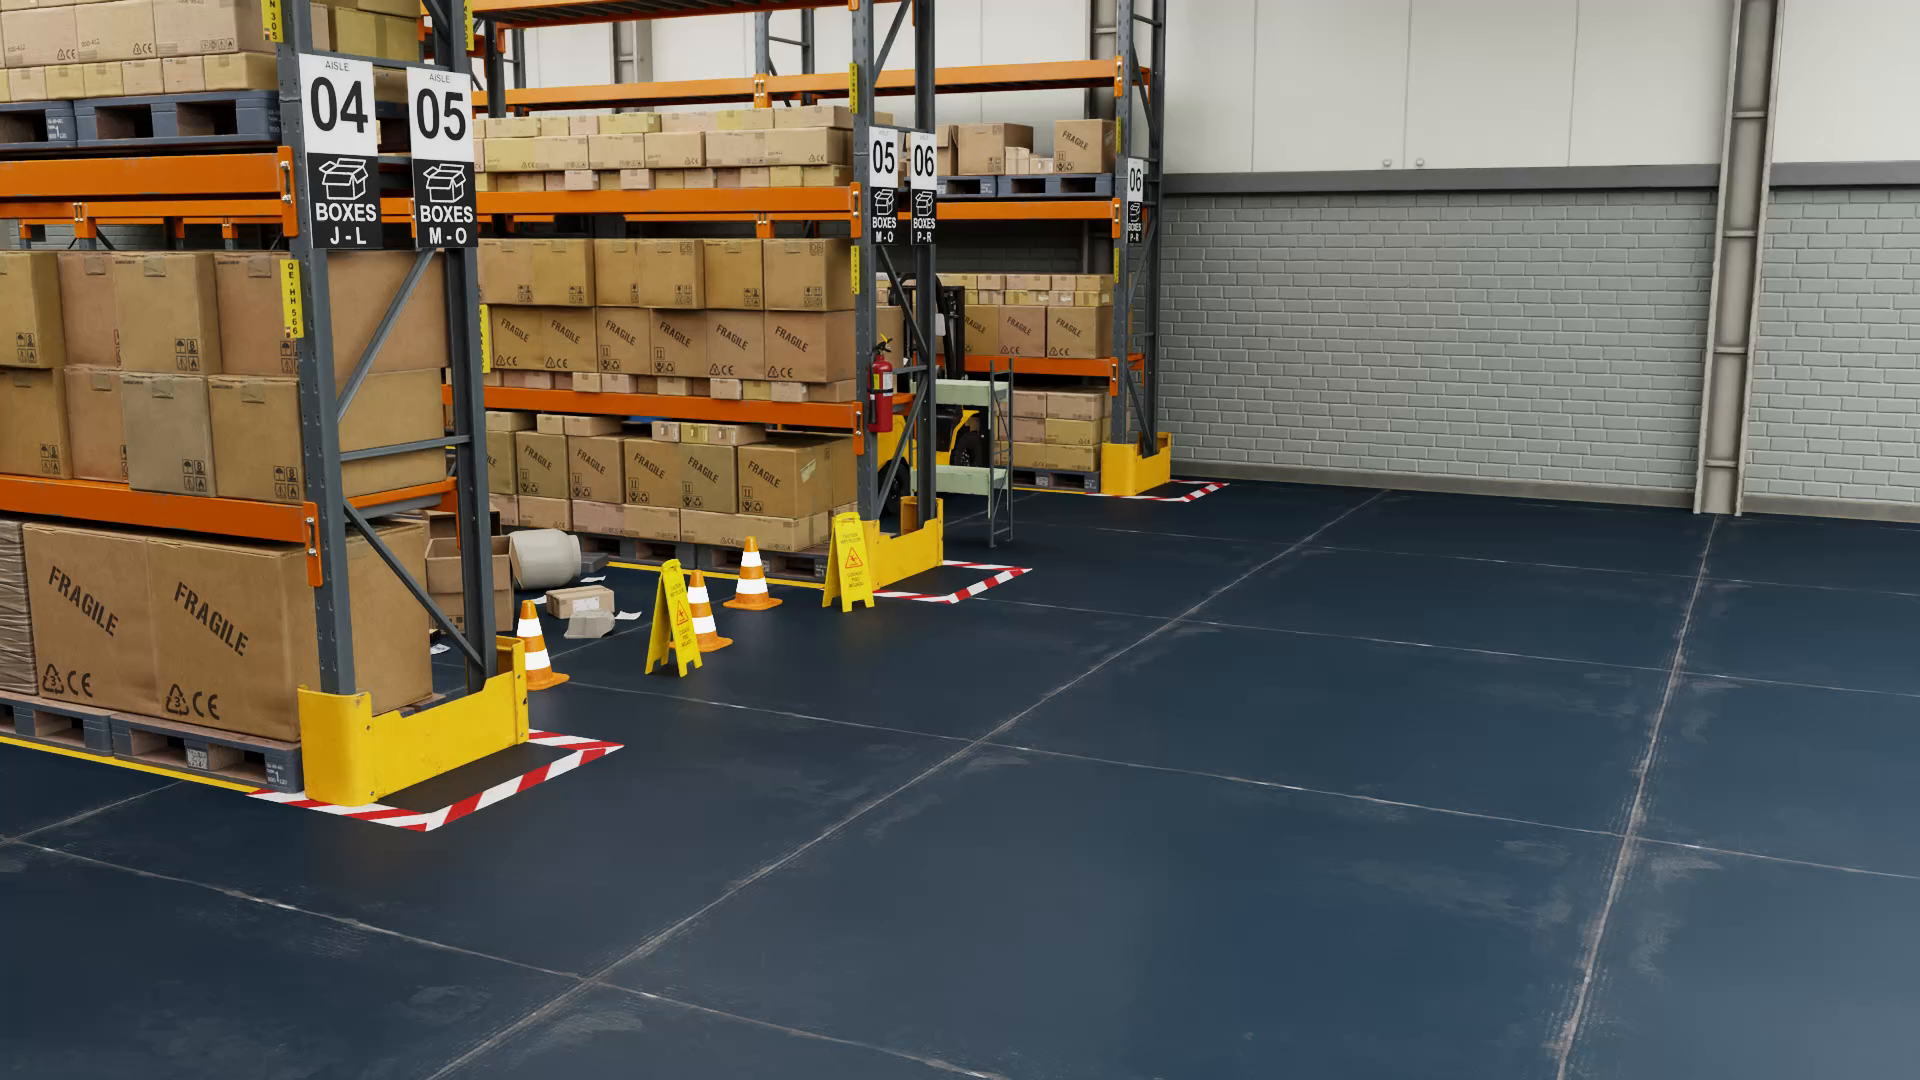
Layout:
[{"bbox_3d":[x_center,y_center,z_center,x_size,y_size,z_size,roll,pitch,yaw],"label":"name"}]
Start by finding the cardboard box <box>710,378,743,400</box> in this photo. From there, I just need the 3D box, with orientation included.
[{"bbox_3d":[-1.624,-1.124,12.223,0.250,0.149,0.380,5,12,27],"label":"cardboard box"}]

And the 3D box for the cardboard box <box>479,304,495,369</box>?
[{"bbox_3d":[-3.769,-1.643,13.267,0.500,0.500,0.500,5,11,26],"label":"cardboard box"}]

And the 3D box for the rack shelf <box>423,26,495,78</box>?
[{"bbox_3d":[-5.834,-4.085,14.176,4.000,0.370,1.077,5,11,26],"label":"rack shelf"}]

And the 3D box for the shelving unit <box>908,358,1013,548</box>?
[{"bbox_3d":[0.006,-0.737,13.594,0.755,1.500,0.431,5,11,26],"label":"shelving unit"}]

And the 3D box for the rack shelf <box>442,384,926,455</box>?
[{"bbox_3d":[-2.247,-1.015,12.933,4.000,0.370,1.077,5,11,26],"label":"rack shelf"}]

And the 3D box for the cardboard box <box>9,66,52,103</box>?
[{"bbox_3d":[-4.140,-2.093,7.695,0.250,0.149,0.380,5,11,26],"label":"cardboard box"}]

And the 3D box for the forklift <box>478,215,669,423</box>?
[{"bbox_3d":[-3.733,-1.663,14.688,3.031,2.935,1.130,-7,12,-33],"label":"forklift"}]

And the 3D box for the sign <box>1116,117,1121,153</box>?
[{"bbox_3d":[1.487,-3.791,15.569,0.005,0.325,0.100,5,11,26],"label":"sign"}]

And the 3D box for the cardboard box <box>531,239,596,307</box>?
[{"bbox_3d":[-2.855,-2.057,12.749,0.500,0.500,0.700,5,11,25],"label":"cardboard box"}]

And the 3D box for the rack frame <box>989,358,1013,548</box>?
[{"bbox_3d":[0.334,-0.709,13.434,0.023,1.500,0.400,5,11,26],"label":"rack frame"}]

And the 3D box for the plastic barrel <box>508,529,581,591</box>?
[{"bbox_3d":[-2.975,0.136,11.791,0.512,0.421,0.421,-4,11,-23],"label":"plastic barrel"}]

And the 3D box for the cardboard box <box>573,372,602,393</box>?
[{"bbox_3d":[-2.756,-1.224,12.777,0.250,0.149,0.380,5,11,26],"label":"cardboard box"}]

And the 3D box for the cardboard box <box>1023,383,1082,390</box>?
[{"bbox_3d":[0.943,-1.457,17.090,0.500,0.250,0.500,5,11,26],"label":"cardboard box"}]

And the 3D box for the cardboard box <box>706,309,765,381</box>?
[{"bbox_3d":[-1.509,-1.446,12.178,0.500,0.500,0.500,5,11,26],"label":"cardboard box"}]

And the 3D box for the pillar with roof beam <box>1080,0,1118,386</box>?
[{"bbox_3d":[-0.390,-4.467,13.146,0.400,9.000,9.100,5,11,26],"label":"pillar with roof beam"}]

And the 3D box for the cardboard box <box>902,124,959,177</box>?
[{"bbox_3d":[-0.147,-3.932,16.858,0.637,0.503,0.797,5,12,28],"label":"cardboard box"}]

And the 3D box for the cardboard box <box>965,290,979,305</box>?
[{"bbox_3d":[0.144,-2.452,16.754,0.250,0.149,0.380,5,11,26],"label":"cardboard box"}]

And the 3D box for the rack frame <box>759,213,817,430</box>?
[{"bbox_3d":[-1.847,-2.319,18.122,0.127,3.000,1.000,5,11,26],"label":"rack frame"}]

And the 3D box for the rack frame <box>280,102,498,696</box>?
[{"bbox_3d":[-2.553,-0.412,7.586,0.127,3.000,1.000,5,11,26],"label":"rack frame"}]

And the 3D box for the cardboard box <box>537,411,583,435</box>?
[{"bbox_3d":[-3.083,-0.919,12.998,0.250,0.149,0.380,6,12,28],"label":"cardboard box"}]

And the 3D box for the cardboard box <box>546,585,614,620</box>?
[{"bbox_3d":[-2.522,0.411,11.040,0.380,0.149,0.250,-7,12,-33],"label":"cardboard box"}]

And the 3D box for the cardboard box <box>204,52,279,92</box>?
[{"bbox_3d":[-3.001,-1.993,7.141,0.250,0.149,0.380,5,11,26],"label":"cardboard box"}]

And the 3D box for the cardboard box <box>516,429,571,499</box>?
[{"bbox_3d":[-3.145,-0.619,13.163,0.500,0.500,0.500,6,12,28],"label":"cardboard box"}]

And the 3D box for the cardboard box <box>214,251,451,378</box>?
[{"bbox_3d":[-2.868,-1.053,7.673,0.550,0.550,0.875,5,11,26],"label":"cardboard box"}]

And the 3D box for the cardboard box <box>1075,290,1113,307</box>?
[{"bbox_3d":[1.305,-2.355,16.217,0.250,0.149,0.380,5,11,27],"label":"cardboard box"}]

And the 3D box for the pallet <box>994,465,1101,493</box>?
[{"bbox_3d":[1.036,-0.686,16.925,1.213,0.211,1.003,5,11,26],"label":"pallet"}]

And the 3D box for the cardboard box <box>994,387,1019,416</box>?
[{"bbox_3d":[0.272,-1.414,16.852,0.500,0.250,0.500,5,11,27],"label":"cardboard box"}]

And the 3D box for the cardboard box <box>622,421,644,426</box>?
[{"bbox_3d":[-2.934,-0.705,13.640,0.500,0.500,0.500,5,12,27],"label":"cardboard box"}]

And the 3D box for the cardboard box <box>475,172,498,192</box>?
[{"bbox_3d":[-3.660,-2.785,12.978,0.250,0.149,0.380,5,11,26],"label":"cardboard box"}]

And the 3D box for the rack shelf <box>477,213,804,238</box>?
[{"bbox_3d":[-3.641,-3.599,18.790,4.000,0.370,1.077,5,11,26],"label":"rack shelf"}]

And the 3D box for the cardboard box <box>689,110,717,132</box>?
[{"bbox_3d":[-1.759,-3.028,12.079,0.250,0.149,0.380,5,11,26],"label":"cardboard box"}]

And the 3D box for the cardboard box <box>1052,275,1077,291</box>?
[{"bbox_3d":[1.091,-2.528,16.337,0.250,0.149,0.380,5,11,26],"label":"cardboard box"}]

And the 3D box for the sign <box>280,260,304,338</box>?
[{"bbox_3d":[-2.805,-1.013,6.989,0.005,0.325,0.100,5,11,26],"label":"sign"}]

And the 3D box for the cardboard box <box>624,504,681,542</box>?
[{"bbox_3d":[-2.230,-0.168,12.776,0.500,0.250,0.500,5,11,24],"label":"cardboard box"}]

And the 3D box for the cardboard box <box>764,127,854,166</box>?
[{"bbox_3d":[-1.031,-2.757,11.703,0.500,0.250,0.500,5,11,25],"label":"cardboard box"}]

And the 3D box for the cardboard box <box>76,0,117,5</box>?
[{"bbox_3d":[-3.691,-2.446,7.405,0.250,0.149,0.380,5,12,27],"label":"cardboard box"}]

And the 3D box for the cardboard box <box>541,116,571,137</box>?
[{"bbox_3d":[-2.955,-3.119,12.587,0.250,0.149,0.380,5,11,24],"label":"cardboard box"}]

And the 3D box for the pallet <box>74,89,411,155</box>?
[{"bbox_3d":[-3.222,-1.902,7.641,1.213,0.211,1.003,5,11,26],"label":"pallet"}]

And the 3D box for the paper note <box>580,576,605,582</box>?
[{"bbox_3d":[-2.668,0.281,12.094,0.148,0.019,0.142,1,10,6],"label":"paper note"}]

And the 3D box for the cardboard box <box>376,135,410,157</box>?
[{"bbox_3d":[-4.628,-3.158,13.576,0.500,0.250,0.500,5,11,25],"label":"cardboard box"}]

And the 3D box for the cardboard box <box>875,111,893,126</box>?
[{"bbox_3d":[-0.681,-3.016,12.018,0.250,0.149,0.380,5,11,25],"label":"cardboard box"}]

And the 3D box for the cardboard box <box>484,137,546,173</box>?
[{"bbox_3d":[-3.300,-2.957,12.810,0.500,0.250,0.500,5,11,25],"label":"cardboard box"}]

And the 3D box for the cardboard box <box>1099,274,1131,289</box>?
[{"bbox_3d":[1.533,-2.579,16.622,0.250,0.149,0.380,5,11,25],"label":"cardboard box"}]

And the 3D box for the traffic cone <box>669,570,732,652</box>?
[{"bbox_3d":[-1.596,0.414,10.146,0.334,0.463,0.336,5,11,26],"label":"traffic cone"}]

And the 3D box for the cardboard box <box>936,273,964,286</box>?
[{"bbox_3d":[-0.053,-2.633,16.920,0.250,0.149,0.380,5,11,27],"label":"cardboard box"}]

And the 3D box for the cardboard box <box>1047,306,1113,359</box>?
[{"bbox_3d":[1.182,-2.050,16.354,0.500,0.500,0.500,5,11,25],"label":"cardboard box"}]

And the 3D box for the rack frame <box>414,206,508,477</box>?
[{"bbox_3d":[-4.040,-1.526,13.740,0.127,3.000,1.000,5,11,26],"label":"rack frame"}]

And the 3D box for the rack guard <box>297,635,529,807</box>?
[{"bbox_3d":[-2.531,0.819,7.799,0.348,0.500,1.175,5,11,26],"label":"rack guard"}]

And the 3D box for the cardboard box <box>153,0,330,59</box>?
[{"bbox_3d":[-3.115,-2.211,7.226,0.500,0.250,0.500,5,11,27],"label":"cardboard box"}]

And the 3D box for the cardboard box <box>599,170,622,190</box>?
[{"bbox_3d":[-2.484,-2.693,12.470,0.250,0.149,0.380,5,11,26],"label":"cardboard box"}]

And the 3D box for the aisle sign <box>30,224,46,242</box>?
[{"bbox_3d":[-12.800,-4.503,22.886,0.004,0.787,0.394,5,11,26],"label":"aisle sign"}]

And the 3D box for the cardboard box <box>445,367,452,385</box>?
[{"bbox_3d":[-3.900,-1.327,13.342,0.250,0.149,0.380,5,11,26],"label":"cardboard box"}]

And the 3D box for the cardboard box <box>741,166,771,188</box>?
[{"bbox_3d":[-1.358,-2.588,11.888,0.250,0.149,0.380,5,12,28],"label":"cardboard box"}]

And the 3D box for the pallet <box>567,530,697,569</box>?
[{"bbox_3d":[-2.324,-0.011,13.197,1.213,0.211,1.003,5,11,26],"label":"pallet"}]
